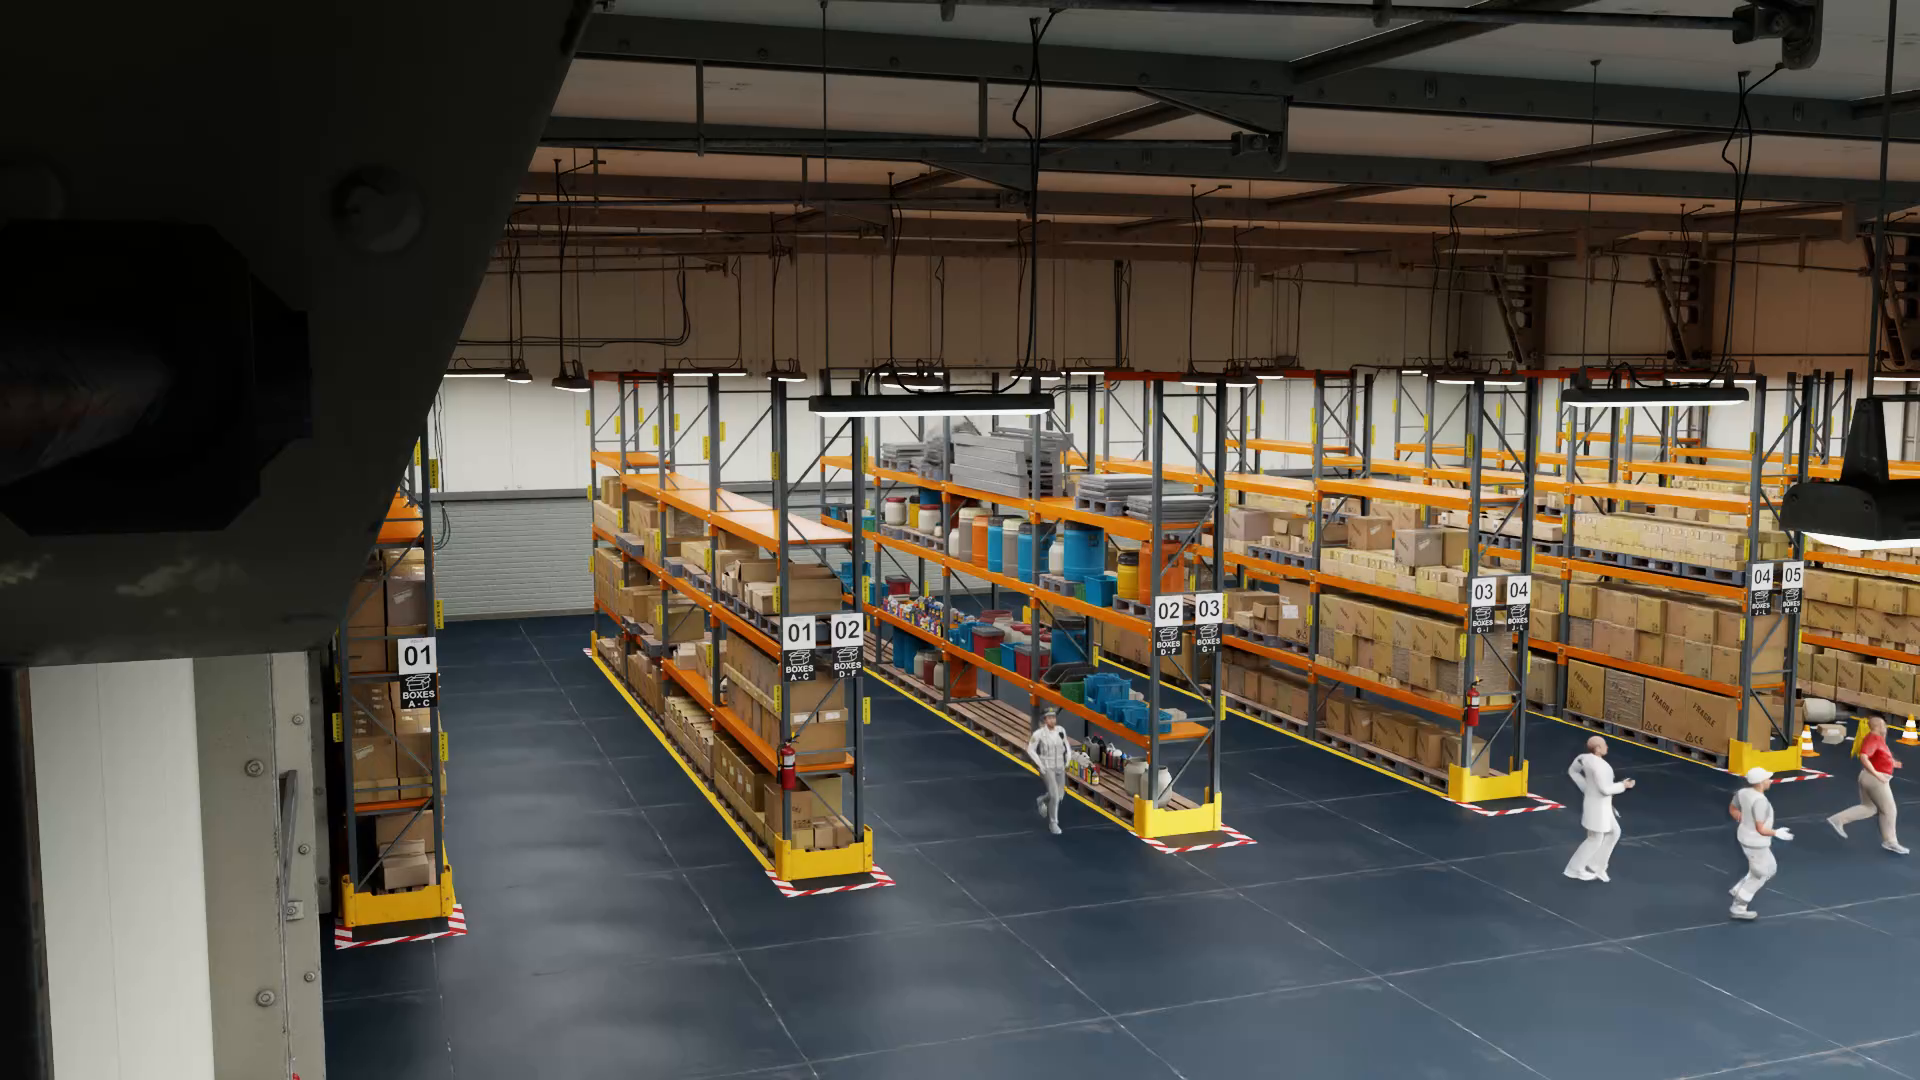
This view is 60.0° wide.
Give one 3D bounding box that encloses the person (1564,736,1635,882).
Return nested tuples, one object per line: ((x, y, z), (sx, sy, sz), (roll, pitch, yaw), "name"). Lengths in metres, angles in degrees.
((7.646, 3.243, 19.895), (0.766, 1.828, 0.684), (1, 6, 10), "person")

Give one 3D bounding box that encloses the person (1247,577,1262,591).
((7.271, 0.922, 41.415), (0.764, 1.598, 0.594), (4, 8, 33), "person")

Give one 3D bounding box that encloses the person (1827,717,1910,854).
((11.657, 3.116, 21.260), (0.951, 1.737, 0.664), (2, 7, 16), "person")

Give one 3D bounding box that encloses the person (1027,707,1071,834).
((1.212, 3.041, 22.194), (0.614, 1.684, 0.592), (-3, 7, -24), "person")

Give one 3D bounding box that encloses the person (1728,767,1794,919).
((8.942, 3.382, 18.575), (0.574, 1.740, 0.628), (1, 6, 7), "person")
